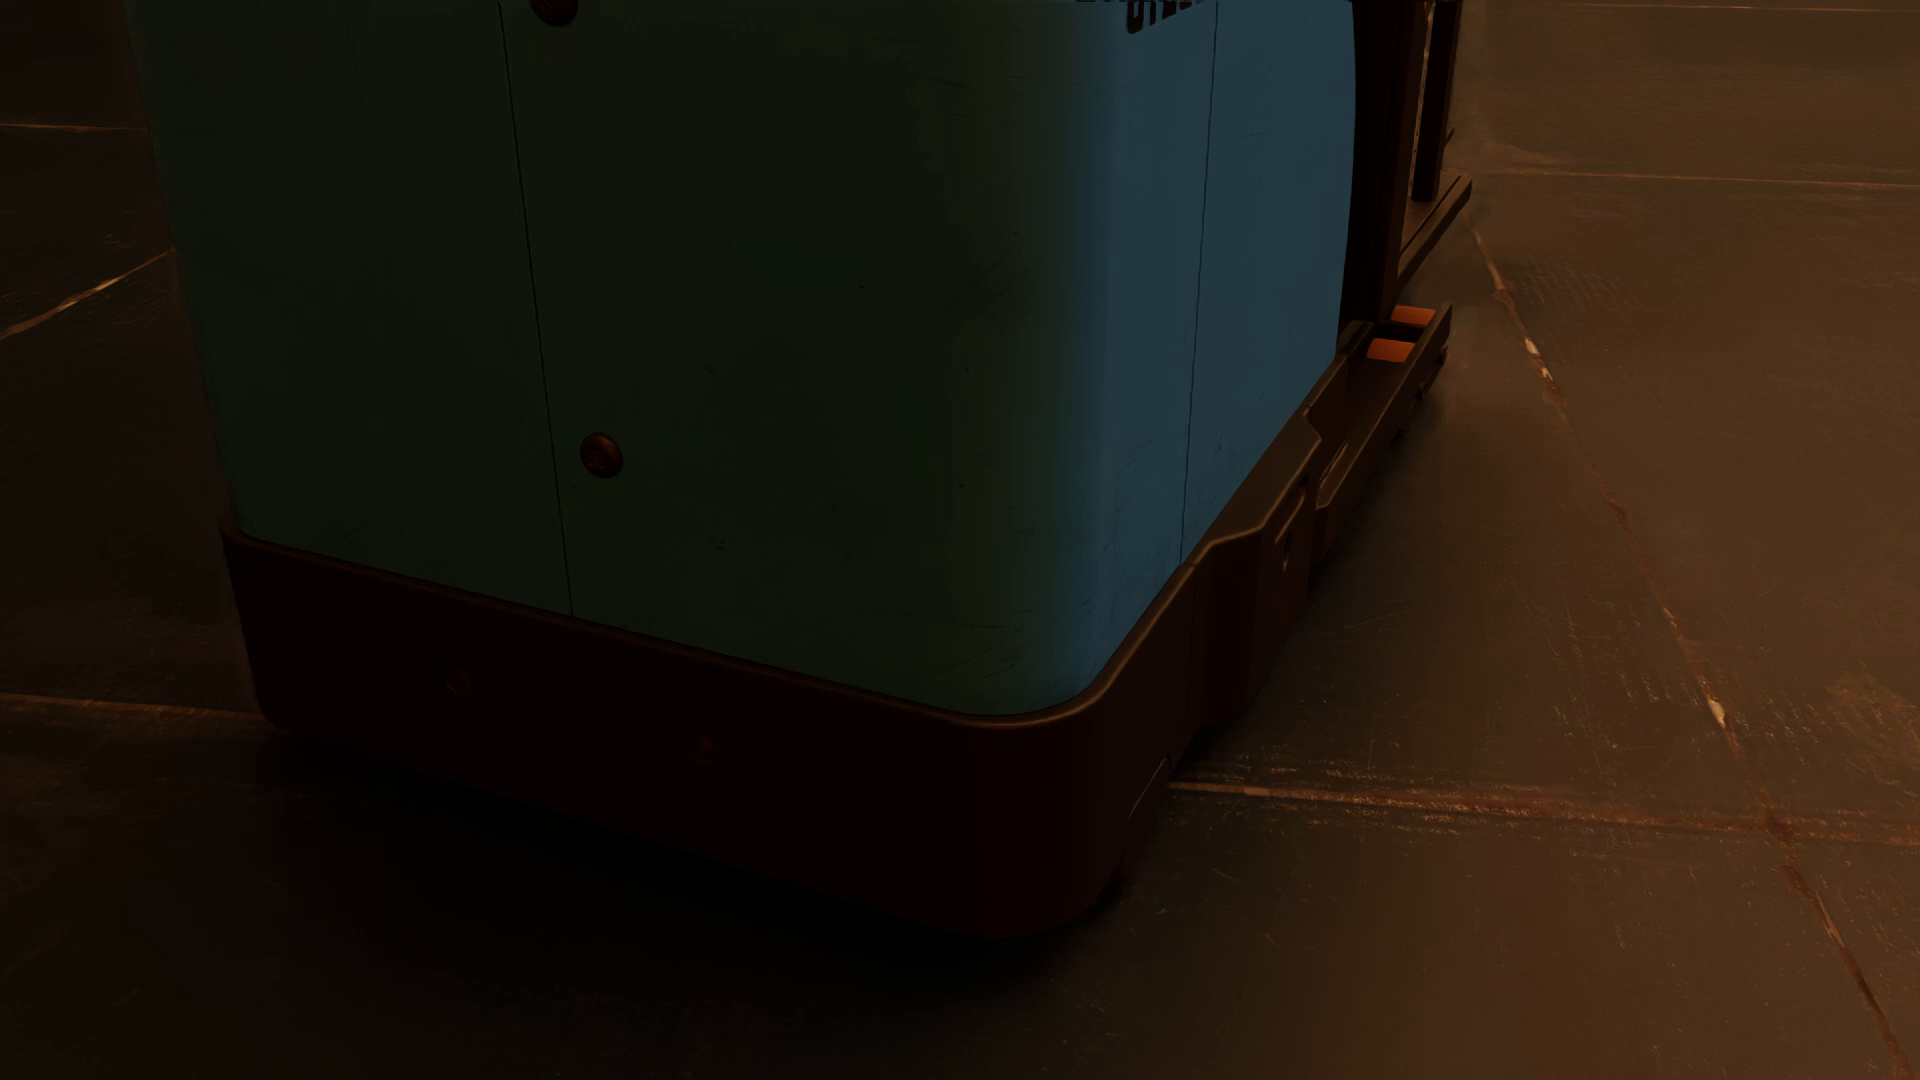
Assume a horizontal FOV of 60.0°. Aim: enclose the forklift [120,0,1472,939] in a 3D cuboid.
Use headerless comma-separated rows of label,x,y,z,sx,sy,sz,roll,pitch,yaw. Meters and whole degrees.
forklift,0.245,-1.564,2.352,1.130,2.935,3.031,12,29,22
